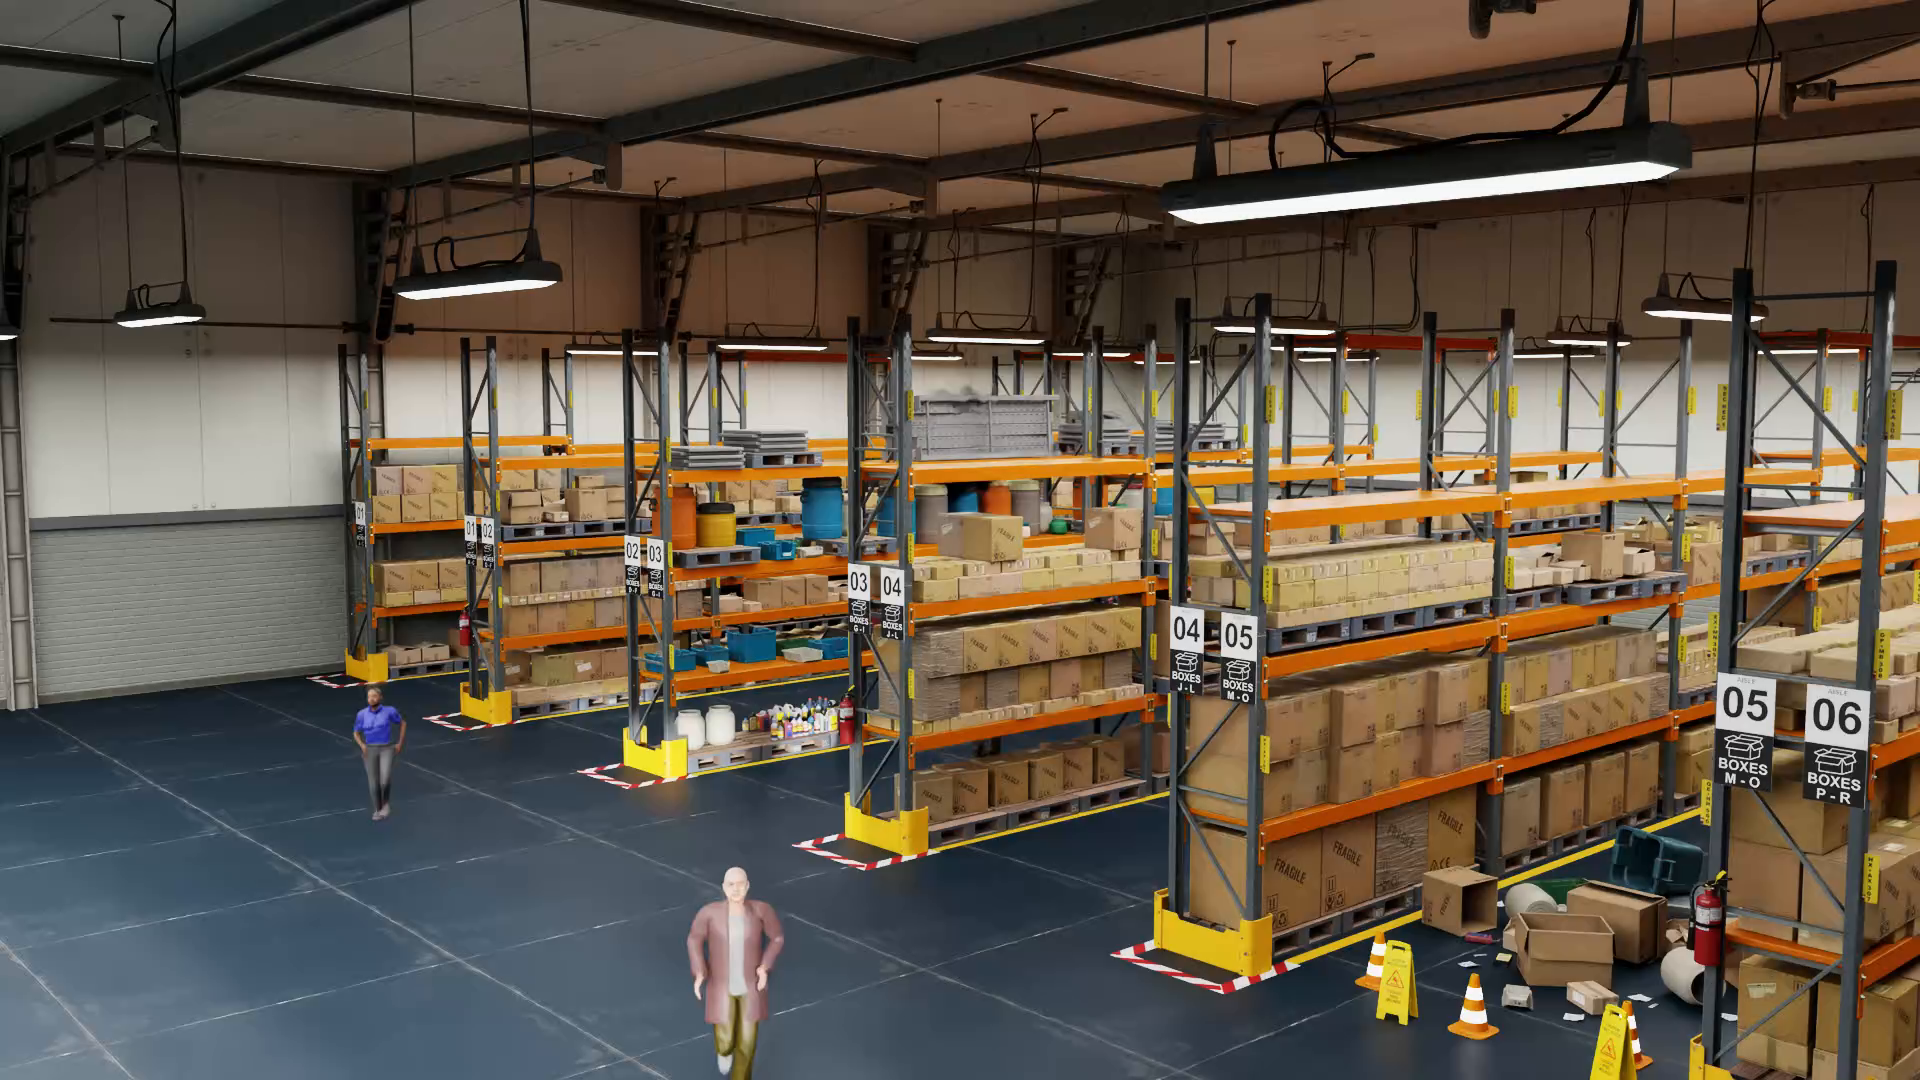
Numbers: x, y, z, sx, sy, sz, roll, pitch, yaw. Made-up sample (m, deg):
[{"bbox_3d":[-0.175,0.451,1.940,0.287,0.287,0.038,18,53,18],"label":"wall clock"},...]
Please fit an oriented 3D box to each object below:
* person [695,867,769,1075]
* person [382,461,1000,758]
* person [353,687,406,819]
[{"bbox_3d":[-1.623,3.232,12.093,0.677,1.728,0.657,-1,5,-8],"label":"person"},{"bbox_3d":[-5.126,0.768,26.036,14.403,3.632,0.650,4,7,38],"label":"person"},{"bbox_3d":[-6.976,2.573,19.961,0.590,1.615,0.573,-1,5,-12],"label":"person"}]
